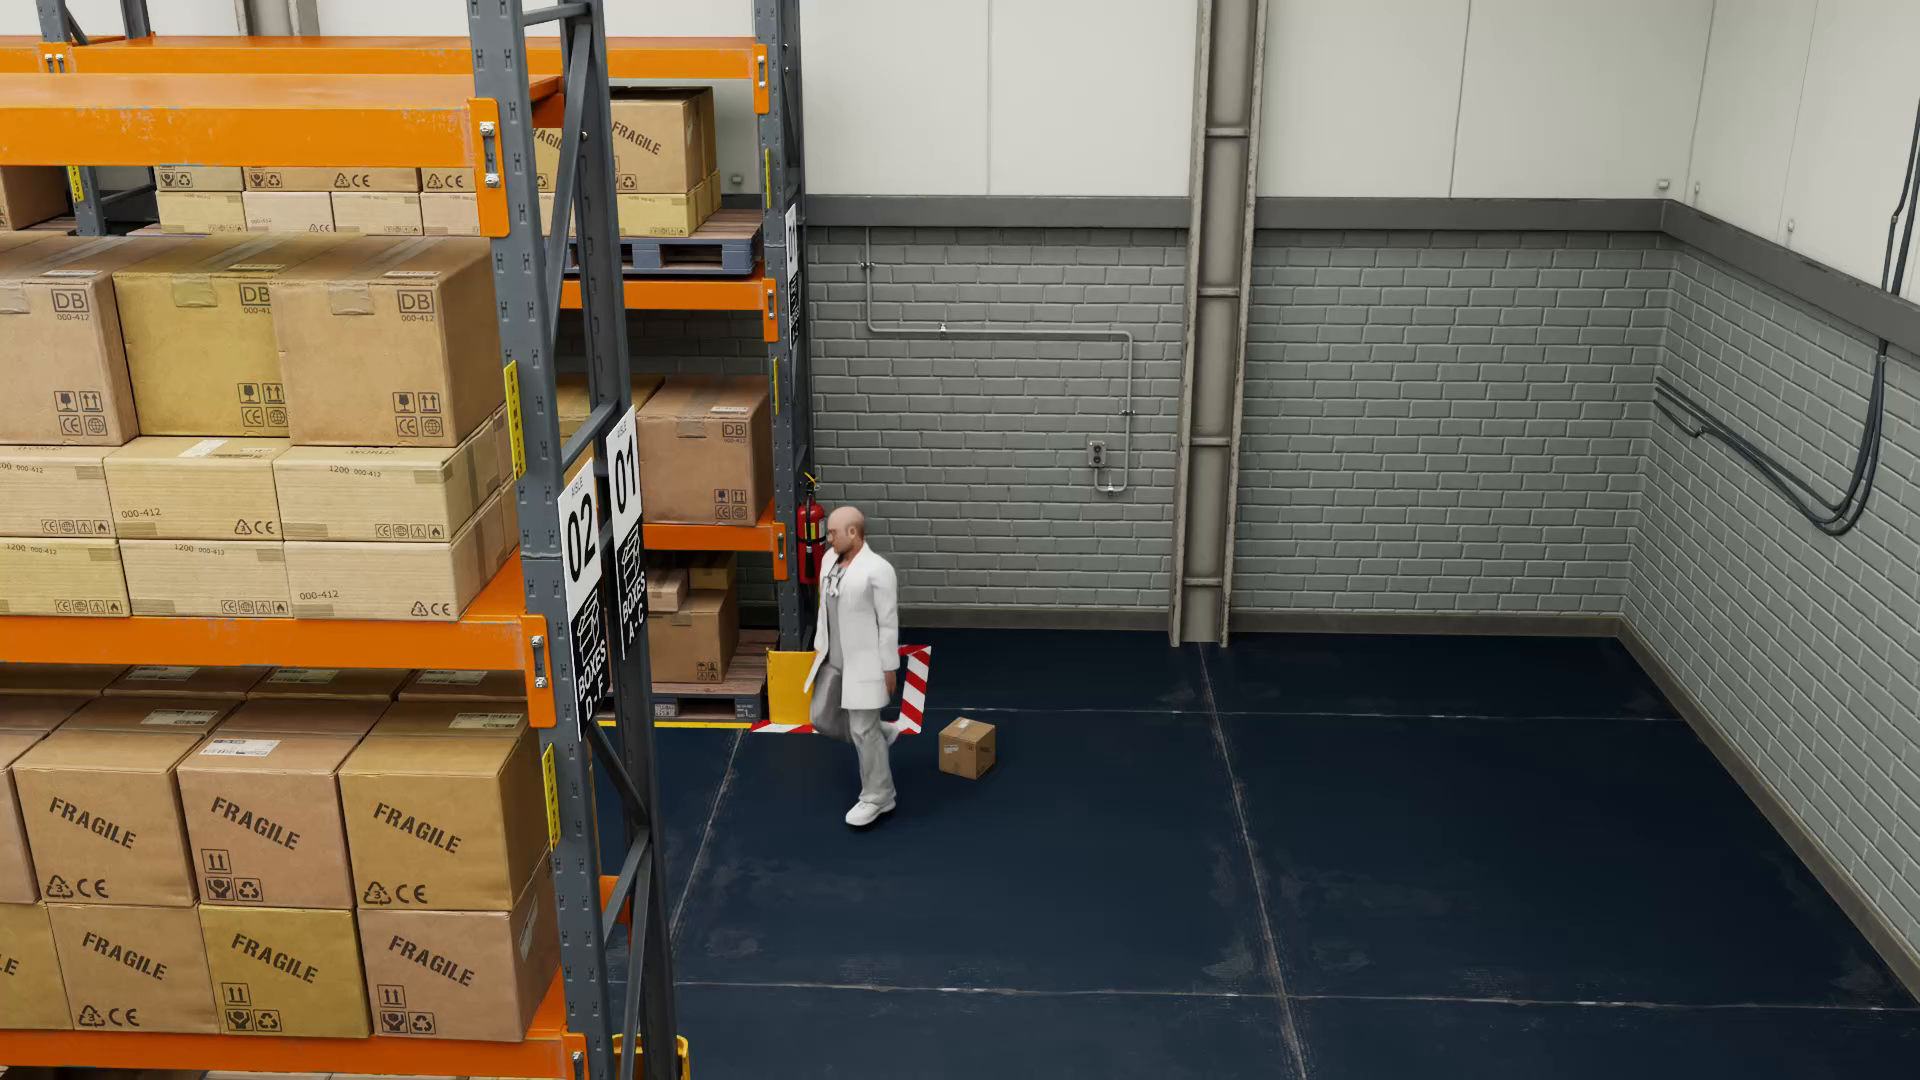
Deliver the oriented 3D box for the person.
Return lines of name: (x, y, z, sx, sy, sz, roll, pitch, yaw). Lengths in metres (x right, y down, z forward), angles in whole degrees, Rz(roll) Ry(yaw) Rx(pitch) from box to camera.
person: (-0.562, 0.655, 9.290, 0.599, 1.755, 0.629, 18, 27, 40)
